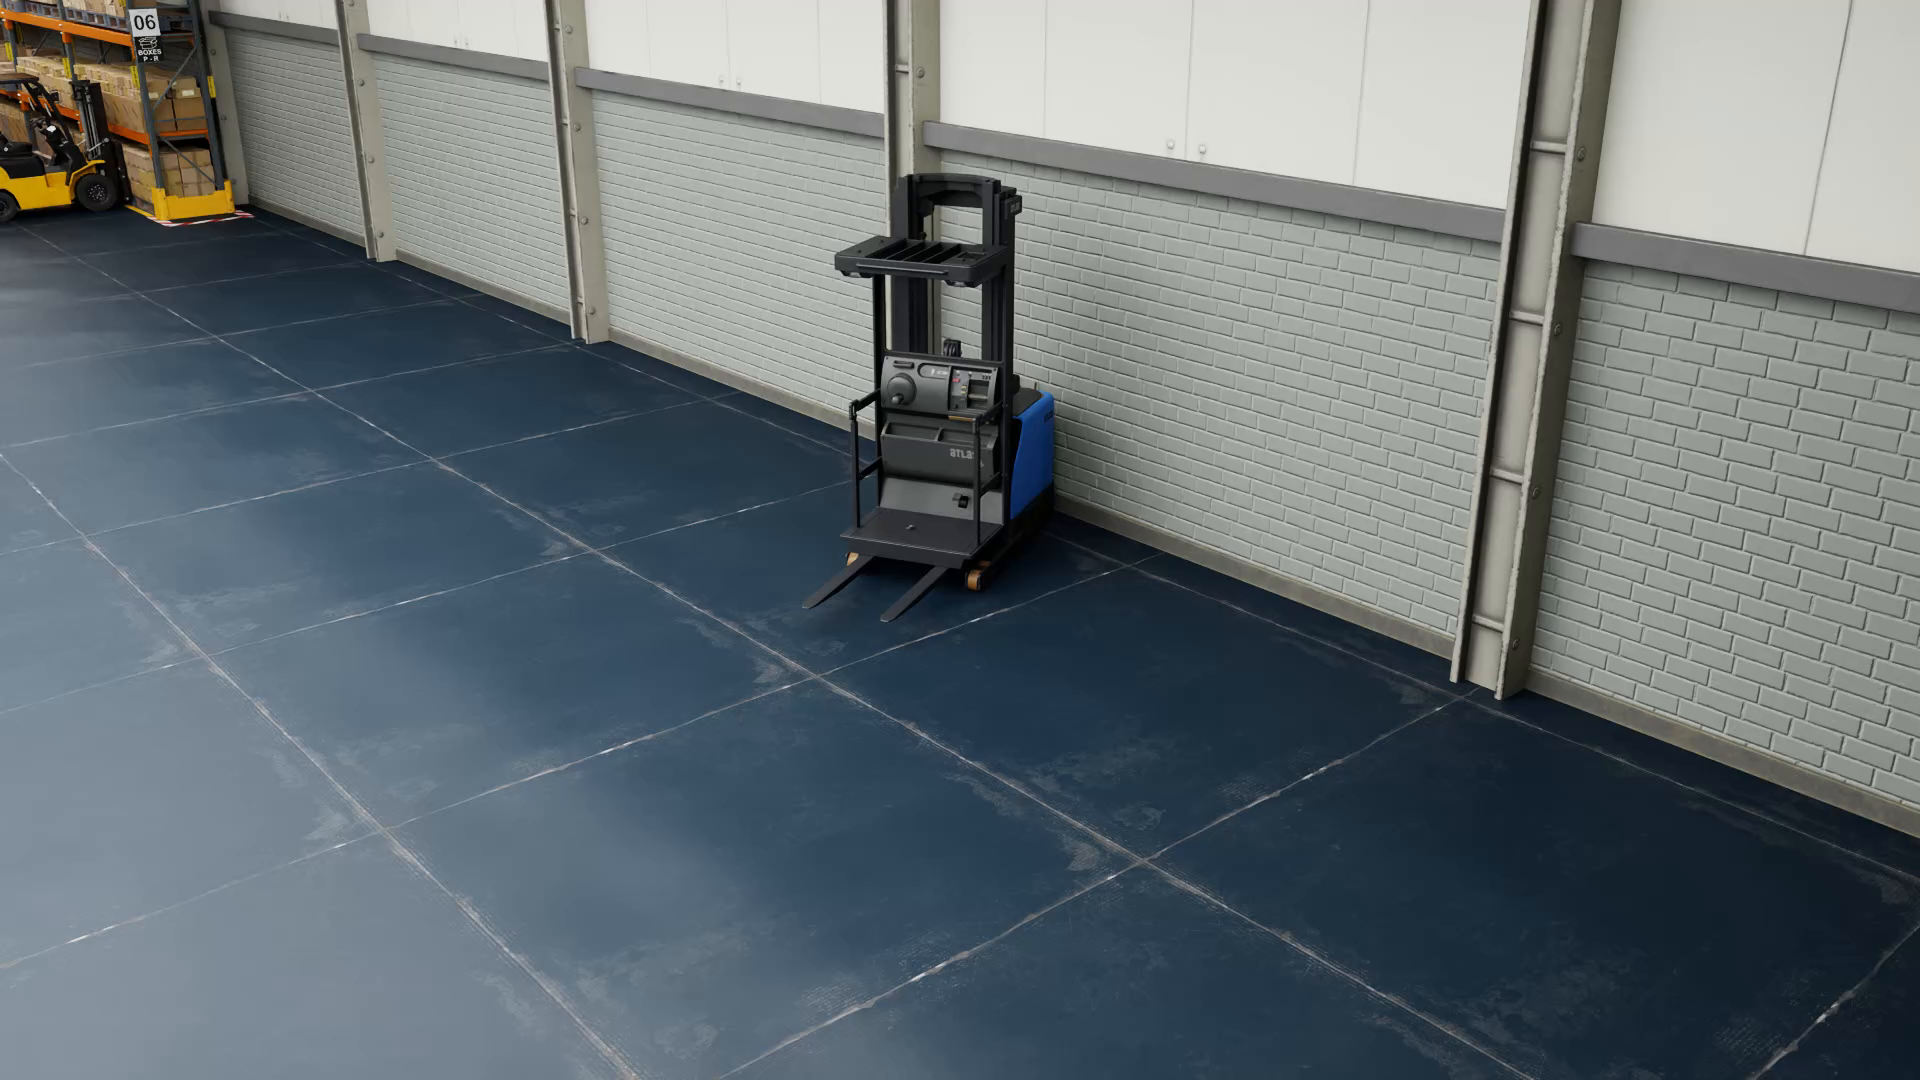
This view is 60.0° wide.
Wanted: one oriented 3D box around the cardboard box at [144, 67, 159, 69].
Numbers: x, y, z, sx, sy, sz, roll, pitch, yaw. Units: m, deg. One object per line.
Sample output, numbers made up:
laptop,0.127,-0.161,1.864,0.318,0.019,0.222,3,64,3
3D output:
cardboard box,-13.746,-7.882,28.061,0.380,0.149,0.250,-18,28,-38

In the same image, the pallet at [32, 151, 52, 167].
pallet,-17.098,-7.343,31.942,1.003,0.211,1.213,-17,27,-37

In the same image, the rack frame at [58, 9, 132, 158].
rack frame,-14.995,-7.773,29.216,1.000,3.000,0.127,-17,27,-37

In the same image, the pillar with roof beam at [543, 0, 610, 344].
pillar with roof beam,-7.584,-5.528,15.258,9.100,9.000,0.400,-17,27,-37

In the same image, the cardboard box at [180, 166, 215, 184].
cardboard box,-12.533,-5.995,27.186,0.500,0.250,0.500,-17,27,-36

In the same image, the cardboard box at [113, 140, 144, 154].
cardboard box,-13.920,-6.520,27.841,0.500,0.250,0.500,-18,28,-38

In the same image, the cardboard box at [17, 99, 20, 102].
cardboard box,-19.417,-9.147,34.687,0.380,0.149,0.250,-17,27,-37

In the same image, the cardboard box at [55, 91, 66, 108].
cardboard box,-15.854,-7.918,29.791,0.500,0.250,0.500,-18,27,-38

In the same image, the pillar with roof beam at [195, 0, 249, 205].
pillar with roof beam,-15.417,-8.843,23.723,9.100,9.000,0.400,-17,27,-37

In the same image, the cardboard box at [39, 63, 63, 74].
cardboard box,-16.474,-8.564,30.209,0.380,0.149,0.250,-18,28,-39

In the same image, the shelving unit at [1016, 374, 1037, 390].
shelving unit,0.452,-0.862,14.167,0.215,1.050,0.252,-16,30,-39

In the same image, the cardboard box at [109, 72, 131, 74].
cardboard box,-13.783,-7.626,27.407,0.380,0.149,0.250,-17,27,-37

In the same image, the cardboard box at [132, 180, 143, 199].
cardboard box,-13.247,-5.777,27.316,0.500,0.250,0.500,-17,27,-37

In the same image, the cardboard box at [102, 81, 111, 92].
cardboard box,-13.992,-7.539,27.592,0.380,0.149,0.250,-18,28,-38

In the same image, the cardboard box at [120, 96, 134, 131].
cardboard box,-13.236,-6.933,26.936,0.500,0.500,0.500,-16,27,-36

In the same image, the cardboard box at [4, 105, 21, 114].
cardboard box,-18.964,-8.661,33.446,0.380,0.149,0.250,-19,28,-40

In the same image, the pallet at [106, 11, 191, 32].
pallet,-12.826,-8.225,26.378,1.003,0.211,1.213,-17,27,-37

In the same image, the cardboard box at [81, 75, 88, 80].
cardboard box,-14.816,-7.900,28.513,0.380,0.149,0.250,-17,27,-36

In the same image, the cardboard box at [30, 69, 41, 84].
cardboard box,-16.847,-8.573,30.779,0.500,0.250,0.500,-18,28,-39

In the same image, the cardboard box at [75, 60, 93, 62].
cardboard box,-16.223,-8.765,30.724,0.380,0.149,0.250,-16,27,-36

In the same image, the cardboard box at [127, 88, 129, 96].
cardboard box,-13.135,-7.195,26.715,0.380,0.149,0.250,-17,27,-36

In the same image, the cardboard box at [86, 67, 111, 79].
cardboard box,-14.509,-7.887,28.072,0.380,0.149,0.250,-17,27,-36

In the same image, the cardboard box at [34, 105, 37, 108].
cardboard box,-18.595,-8.774,33.736,0.380,0.149,0.250,-17,27,-37

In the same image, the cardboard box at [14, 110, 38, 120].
cardboard box,-18.322,-8.356,32.667,0.380,0.149,0.250,-19,28,-40

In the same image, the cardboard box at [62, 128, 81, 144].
cardboard box,-15.845,-7.220,30.486,0.875,0.625,0.625,-18,28,-38

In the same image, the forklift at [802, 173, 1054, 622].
forklift,-0.236,-1.152,12.406,1.130,2.935,3.031,8,23,20

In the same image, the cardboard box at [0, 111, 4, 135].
cardboard box,-19.394,-8.544,34.036,0.500,0.500,0.500,-18,28,-39

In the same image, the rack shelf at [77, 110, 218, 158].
rack shelf,-13.689,-6.885,27.937,1.077,0.370,4.000,-17,27,-37

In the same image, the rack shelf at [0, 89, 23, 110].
rack shelf,-18.911,-9.096,33.580,1.077,0.370,4.000,-17,27,-37

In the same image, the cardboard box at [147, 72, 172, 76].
cardboard box,-13.111,-7.587,27.308,0.380,0.149,0.250,-16,27,-36

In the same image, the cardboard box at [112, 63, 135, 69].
cardboard box,-14.425,-8.164,28.782,0.380,0.149,0.250,-18,28,-39

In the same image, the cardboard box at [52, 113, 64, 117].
cardboard box,-17.710,-8.430,32.856,0.380,0.149,0.250,-16,26,-35

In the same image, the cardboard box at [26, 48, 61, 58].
cardboard box,-17.823,-9.299,32.401,0.500,0.500,0.500,-16,26,-35

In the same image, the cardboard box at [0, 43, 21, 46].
cardboard box,-19.220,-9.678,33.369,0.700,0.500,0.500,-18,27,-38

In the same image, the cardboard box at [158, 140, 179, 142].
cardboard box,-13.531,-6.647,28.167,0.500,0.250,0.500,-18,28,-38

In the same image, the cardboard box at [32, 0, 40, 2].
cardboard box,-16.153,-9.724,29.495,0.500,0.311,0.500,-19,28,-39

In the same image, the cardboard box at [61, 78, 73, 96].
cardboard box,-15.509,-8.011,29.344,0.500,0.250,0.500,-18,28,-39

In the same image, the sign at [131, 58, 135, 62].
sign,-14.575,-8.345,29.382,0.100,0.325,0.005,-17,27,-37

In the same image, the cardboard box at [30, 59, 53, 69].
cardboard box,-17.078,-8.861,30.968,0.380,0.149,0.250,-17,27,-37

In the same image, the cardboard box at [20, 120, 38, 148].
cardboard box,-18.045,-7.975,32.585,0.500,0.500,0.500,-16,27,-36

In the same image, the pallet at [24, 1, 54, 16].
pallet,-16.363,-9.712,30.314,1.003,0.211,1.213,-16,26,-35

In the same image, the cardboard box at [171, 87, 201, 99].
cardboard box,-12.409,-7.172,26.655,0.380,0.149,0.250,-18,28,-39

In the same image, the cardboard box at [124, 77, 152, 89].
cardboard box,-13.153,-7.330,26.652,0.380,0.149,0.250,-17,27,-36

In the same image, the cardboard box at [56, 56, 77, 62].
cardboard box,-16.862,-9.053,31.459,0.380,0.149,0.250,-17,27,-37

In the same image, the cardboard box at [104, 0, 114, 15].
cardboard box,-13.320,-8.471,26.356,0.396,0.266,0.258,-17,27,-37

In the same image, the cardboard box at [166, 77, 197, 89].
cardboard box,-12.441,-7.298,26.571,0.380,0.149,0.250,-18,28,-38

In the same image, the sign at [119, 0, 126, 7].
sign,-12.804,-8.314,25.381,0.100,0.325,0.005,-17,27,-37

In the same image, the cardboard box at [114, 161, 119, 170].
cardboard box,-13.934,-6.294,27.949,0.500,0.250,0.500,-18,27,-38

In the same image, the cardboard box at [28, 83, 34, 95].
cardboard box,-17.177,-8.487,31.246,0.500,0.250,0.500,-18,28,-39

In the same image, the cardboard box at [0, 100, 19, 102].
cardboard box,-19.579,-8.956,34.198,0.380,0.149,0.250,-18,28,-38

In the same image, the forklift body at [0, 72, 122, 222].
forklift body,-15.004,-6.362,26.778,2.313,2.155,1.214,-17,27,-37

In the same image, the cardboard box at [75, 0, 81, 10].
cardboard box,-14.430,-8.886,27.577,0.380,0.149,0.250,-16,27,-36
